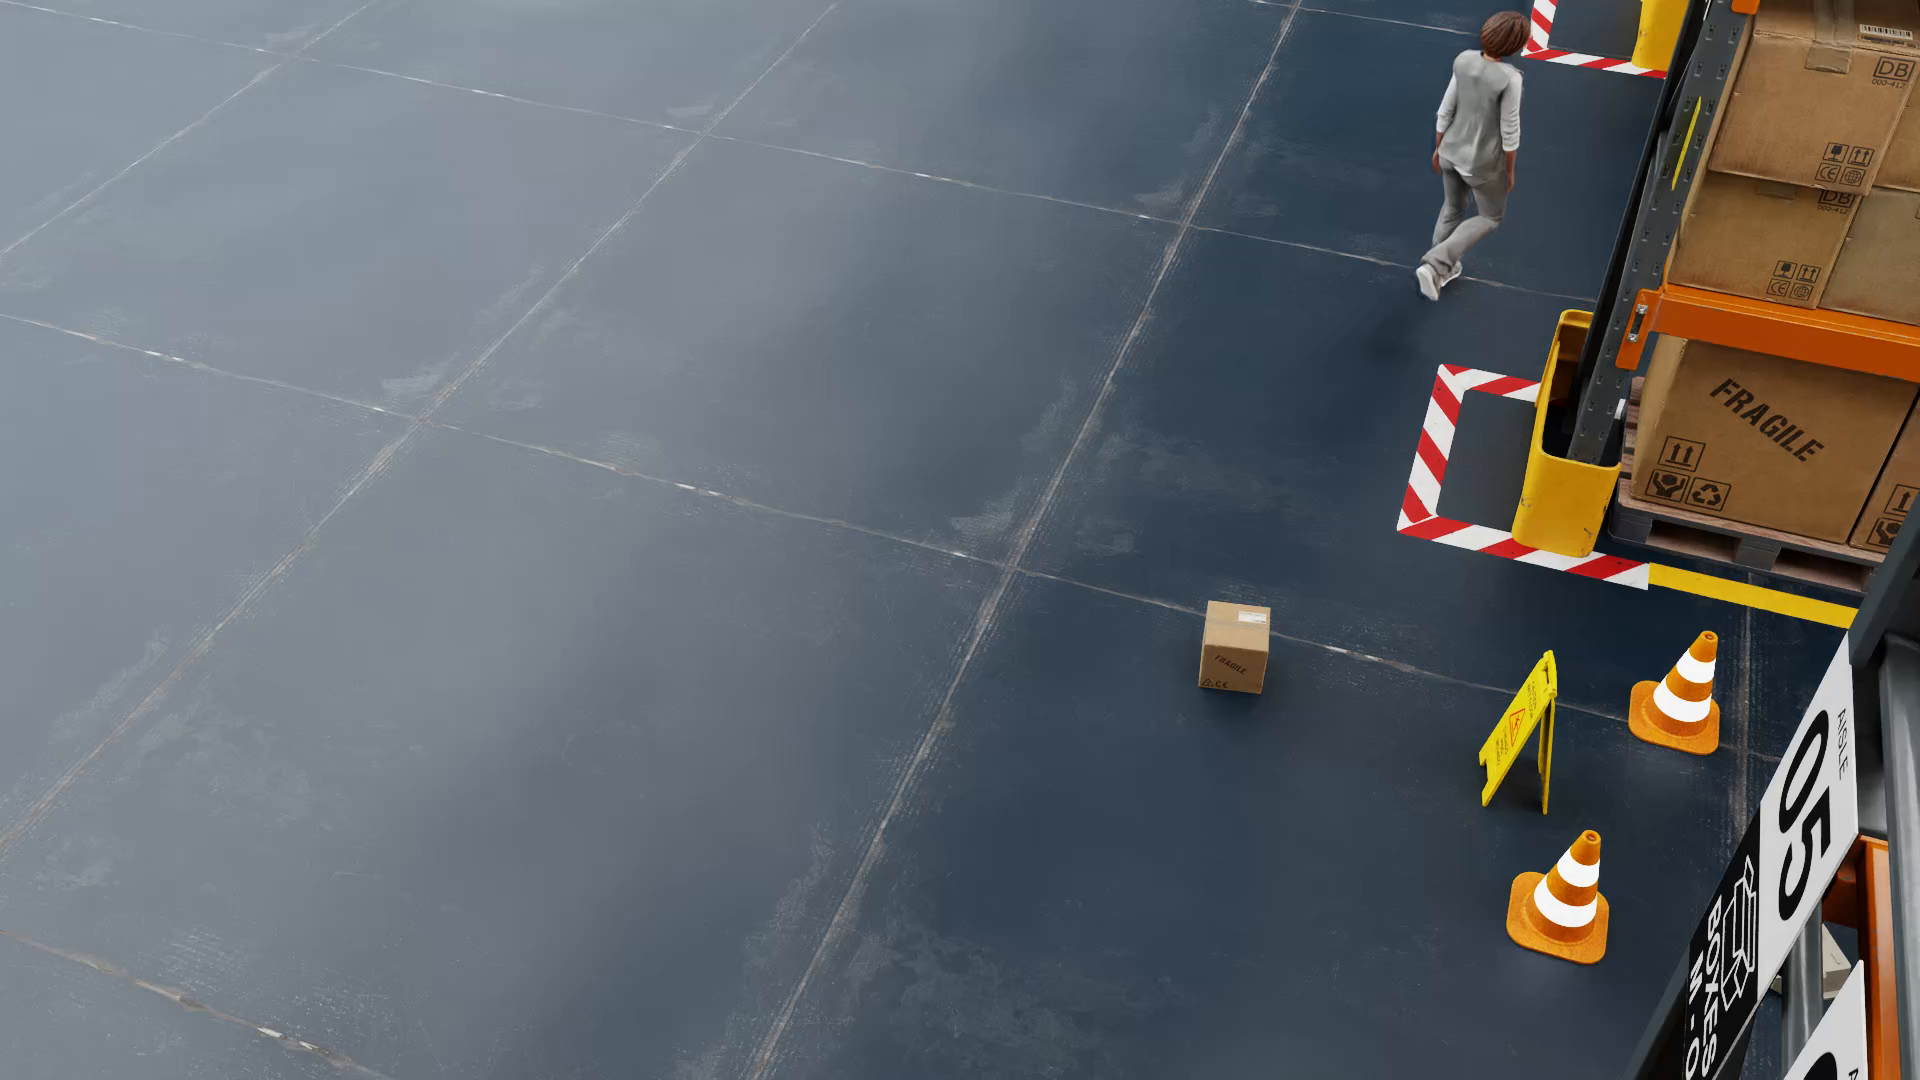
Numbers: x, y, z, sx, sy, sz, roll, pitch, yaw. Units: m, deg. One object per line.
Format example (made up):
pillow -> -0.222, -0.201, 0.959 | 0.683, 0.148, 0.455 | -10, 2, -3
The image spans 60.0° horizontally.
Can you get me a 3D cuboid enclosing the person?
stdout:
person -> 2.515, -1.852, 8.207 | 0.582, 1.551, 0.436 | -29, 49, -28
